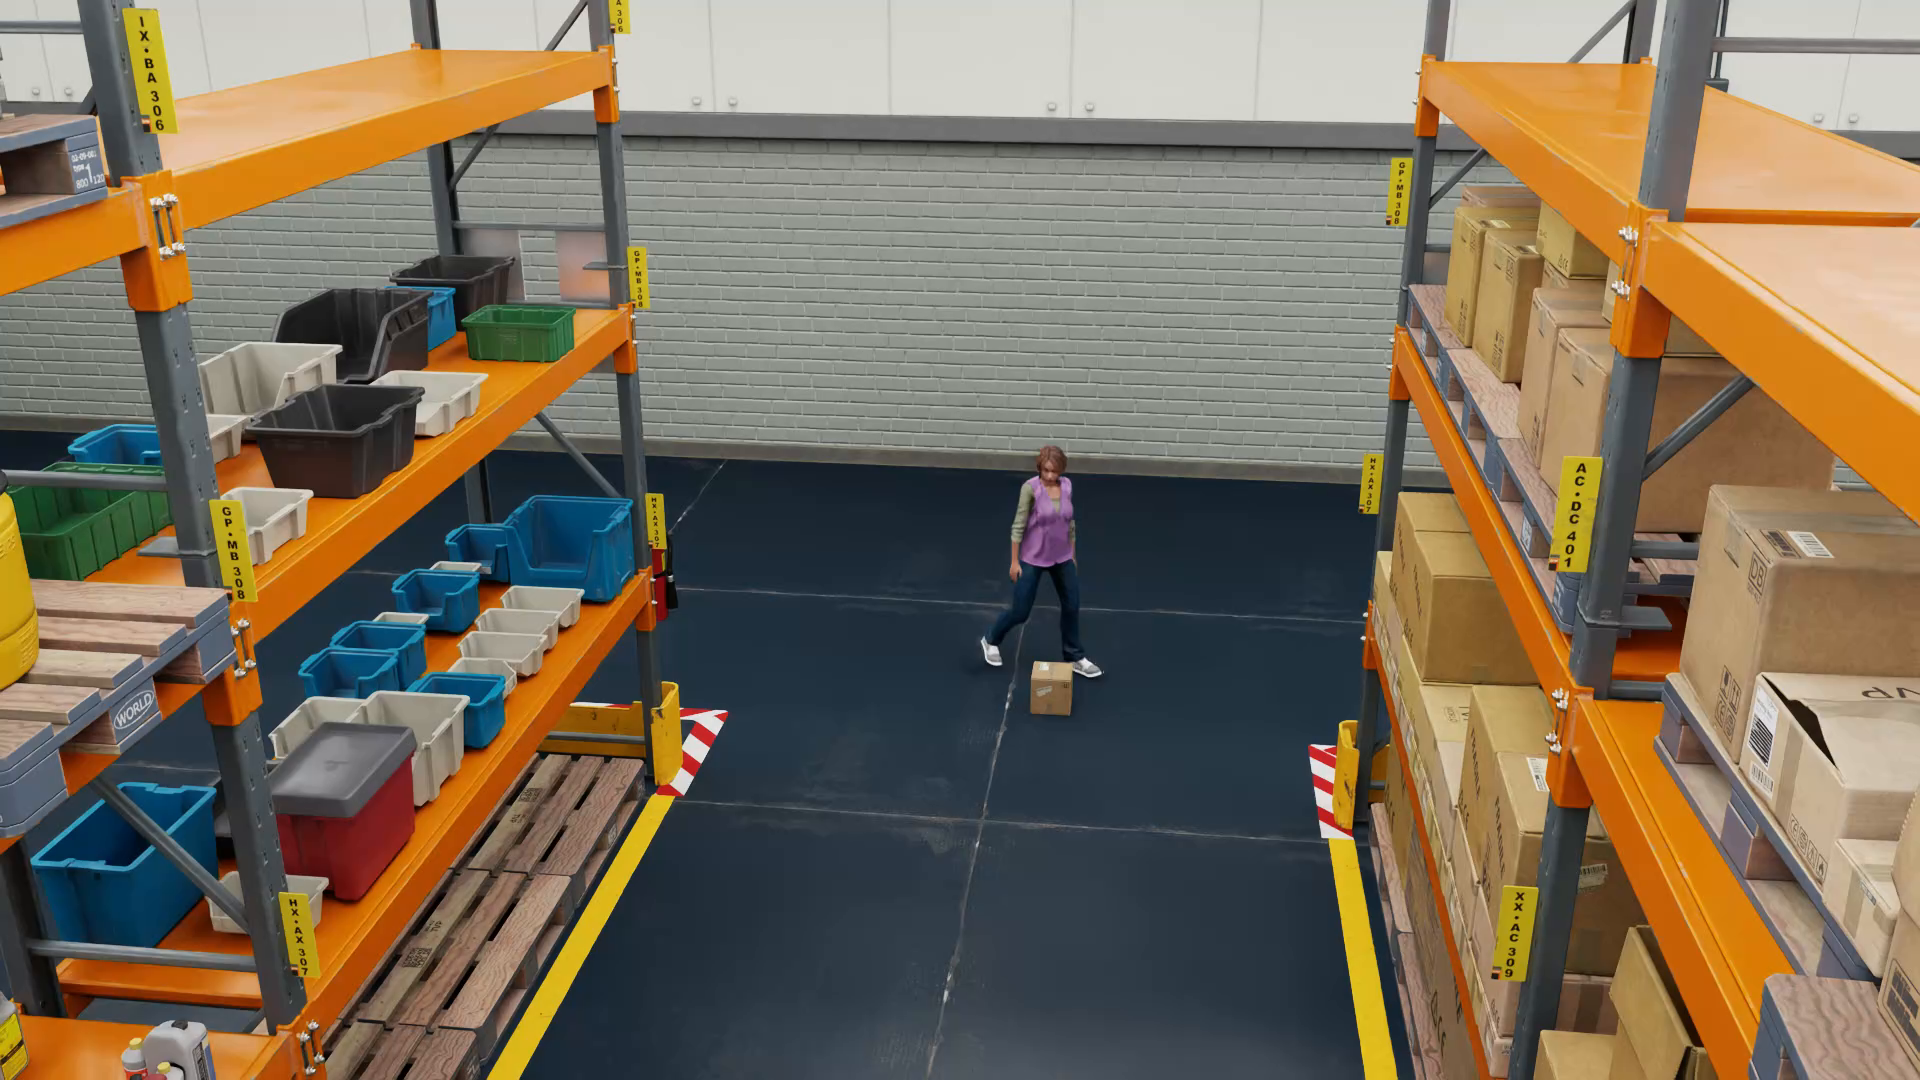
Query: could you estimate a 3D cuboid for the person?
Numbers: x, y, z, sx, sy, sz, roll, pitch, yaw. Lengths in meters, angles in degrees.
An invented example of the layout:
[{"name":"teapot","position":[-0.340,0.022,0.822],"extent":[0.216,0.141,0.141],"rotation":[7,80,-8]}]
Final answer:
[{"name":"person","position":[0.523,0.128,10.764],"extent":[0.622,1.573,0.632],"rotation":[-11,24,-26]}]
